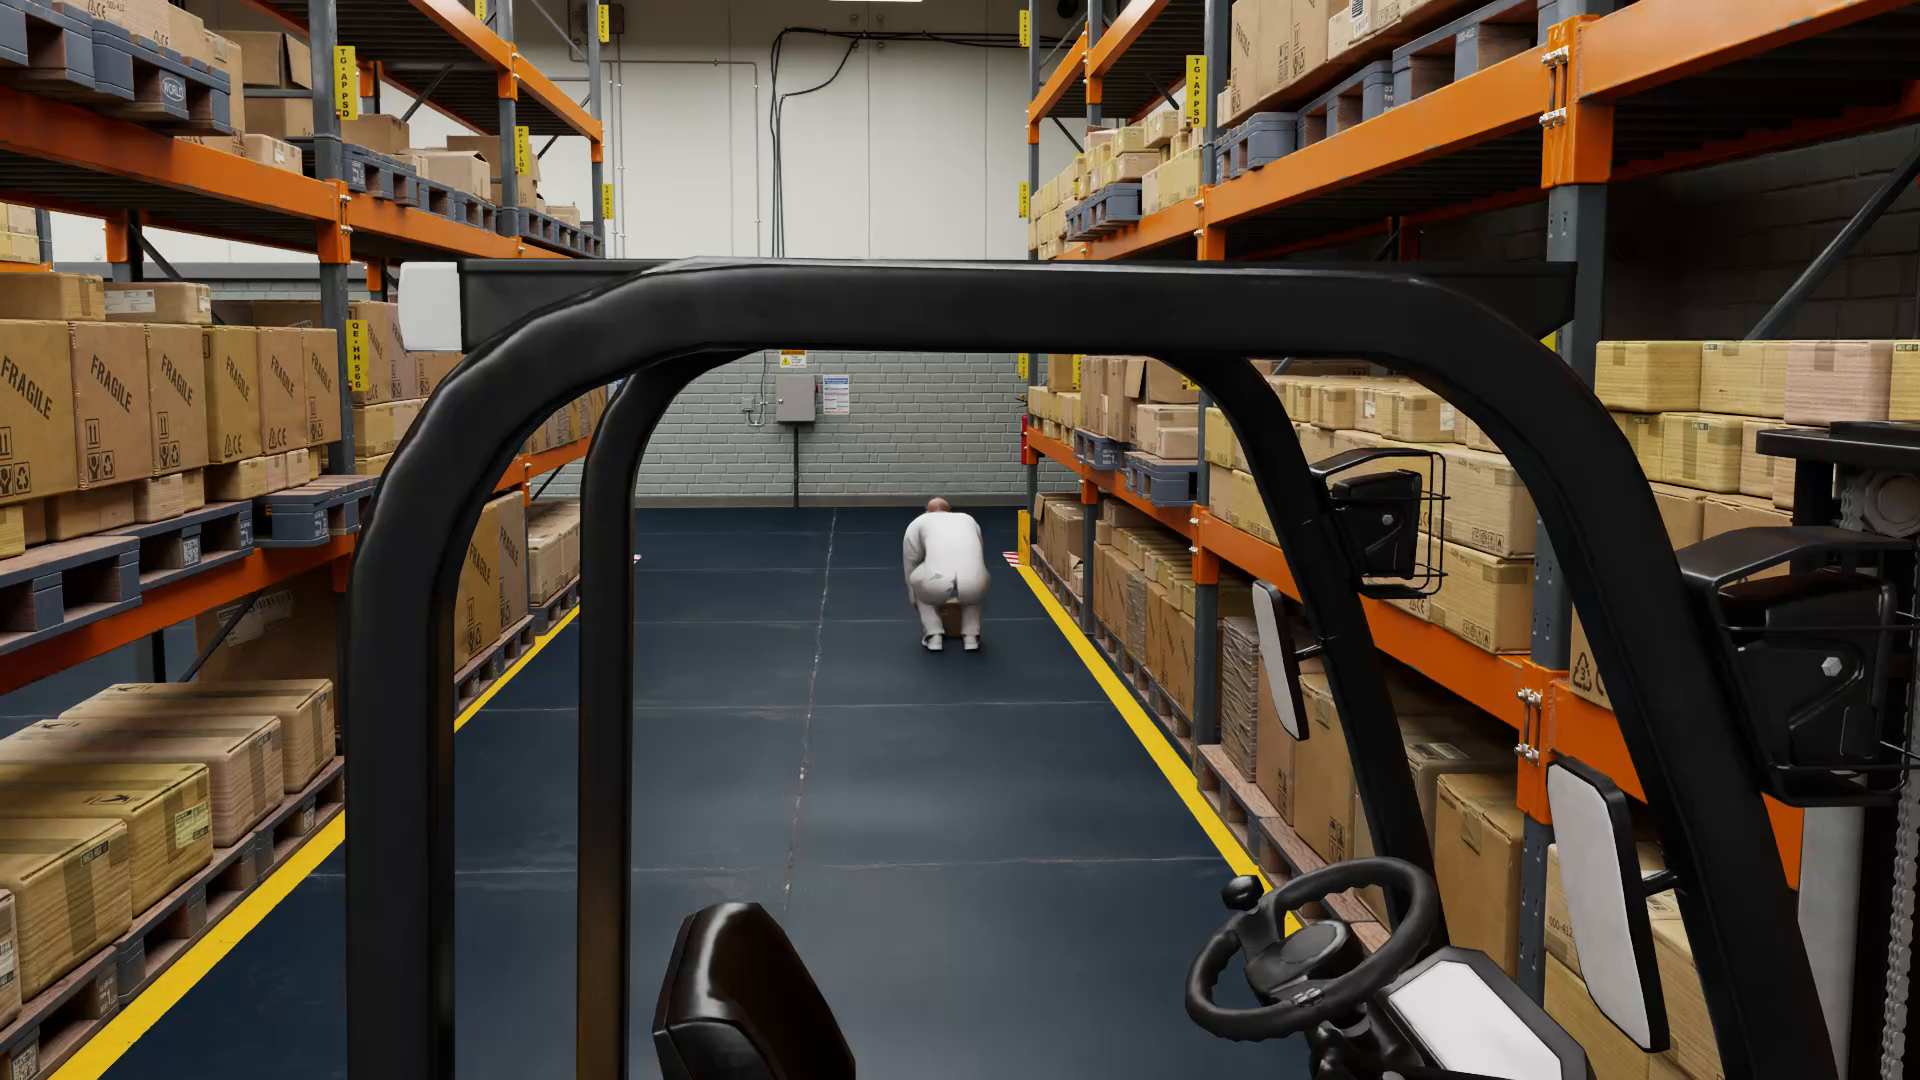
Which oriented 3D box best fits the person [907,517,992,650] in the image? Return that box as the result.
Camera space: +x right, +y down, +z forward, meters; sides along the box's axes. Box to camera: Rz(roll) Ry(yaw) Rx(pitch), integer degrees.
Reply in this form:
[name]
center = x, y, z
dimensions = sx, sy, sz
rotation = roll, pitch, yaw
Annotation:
[person]
center = -0.066, 0.332, 11.681
dimensions = 0.582, 0.859, 0.898
rotation = 0, 7, -4
